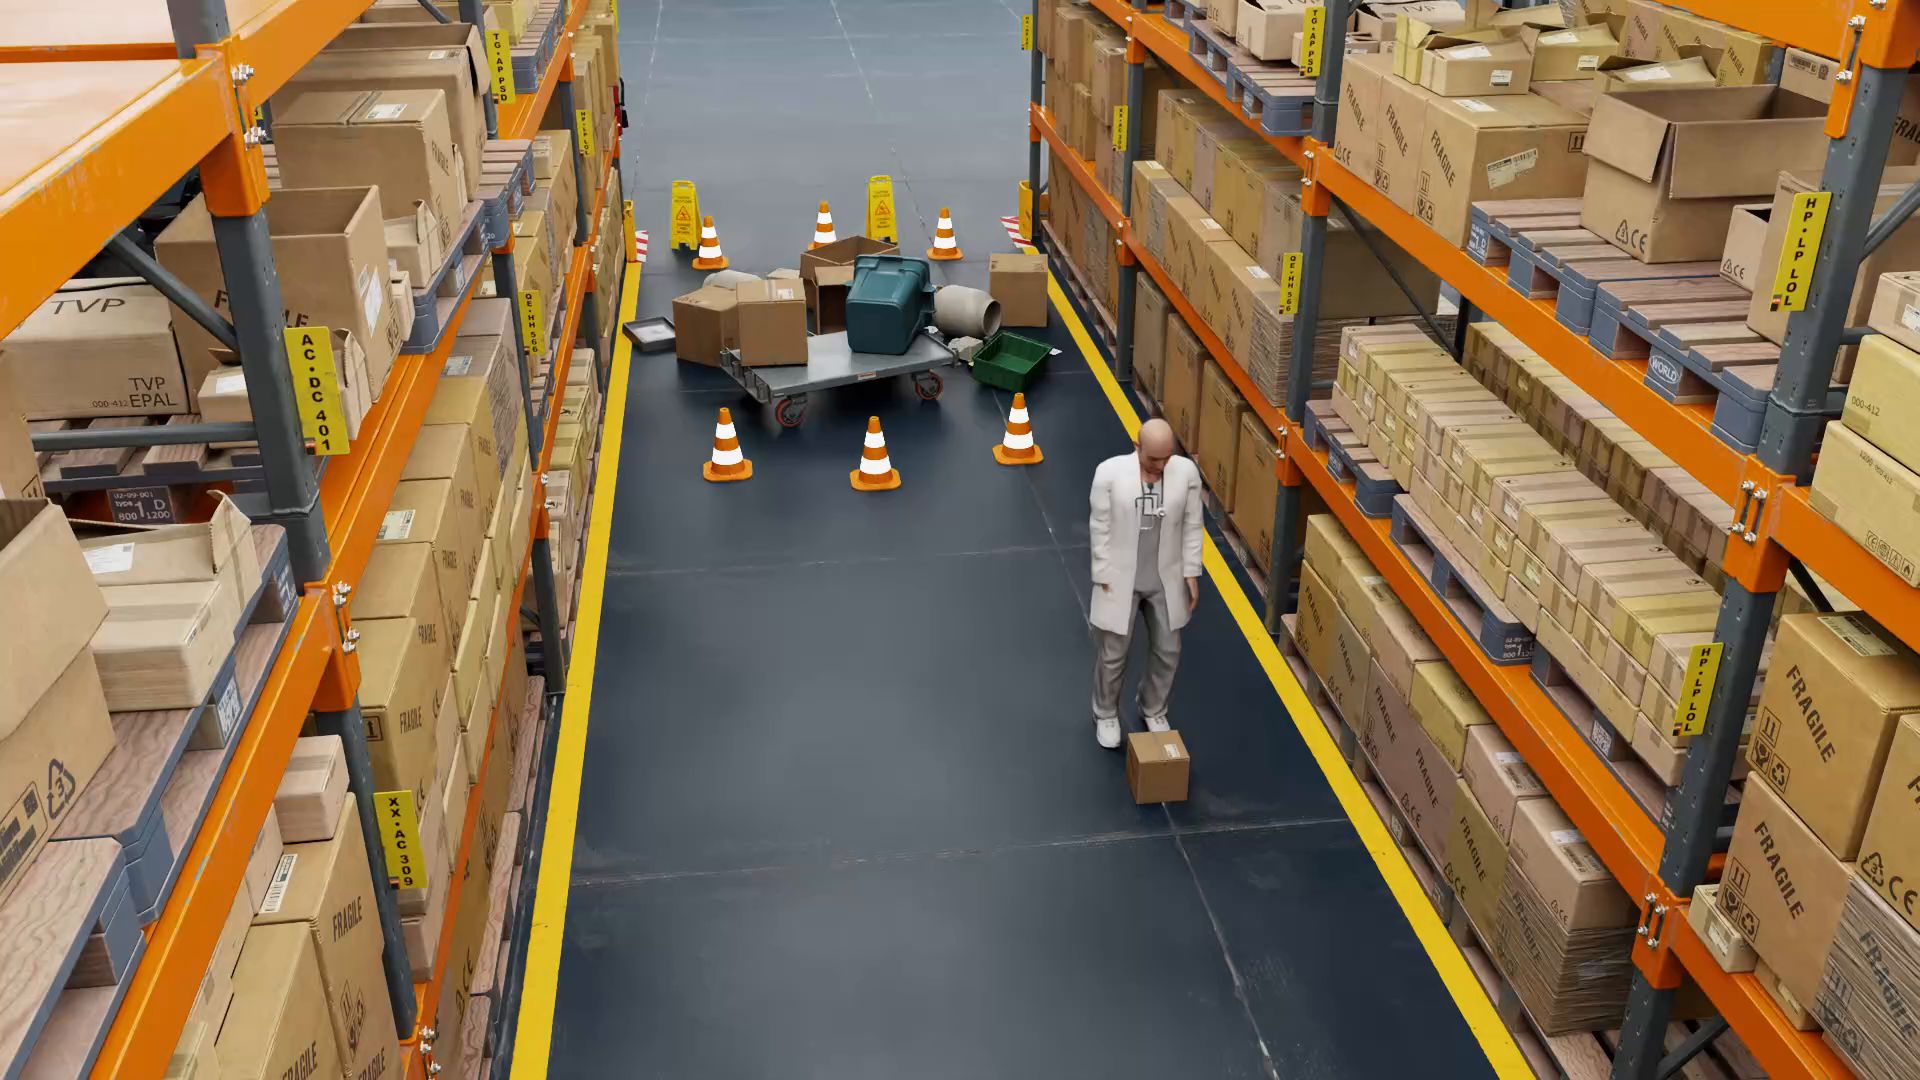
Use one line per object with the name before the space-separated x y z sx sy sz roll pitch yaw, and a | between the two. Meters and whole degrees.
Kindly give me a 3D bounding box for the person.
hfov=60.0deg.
person | 0.921 0.205 8.257 0.572 1.761 0.378 -3 27 -6
